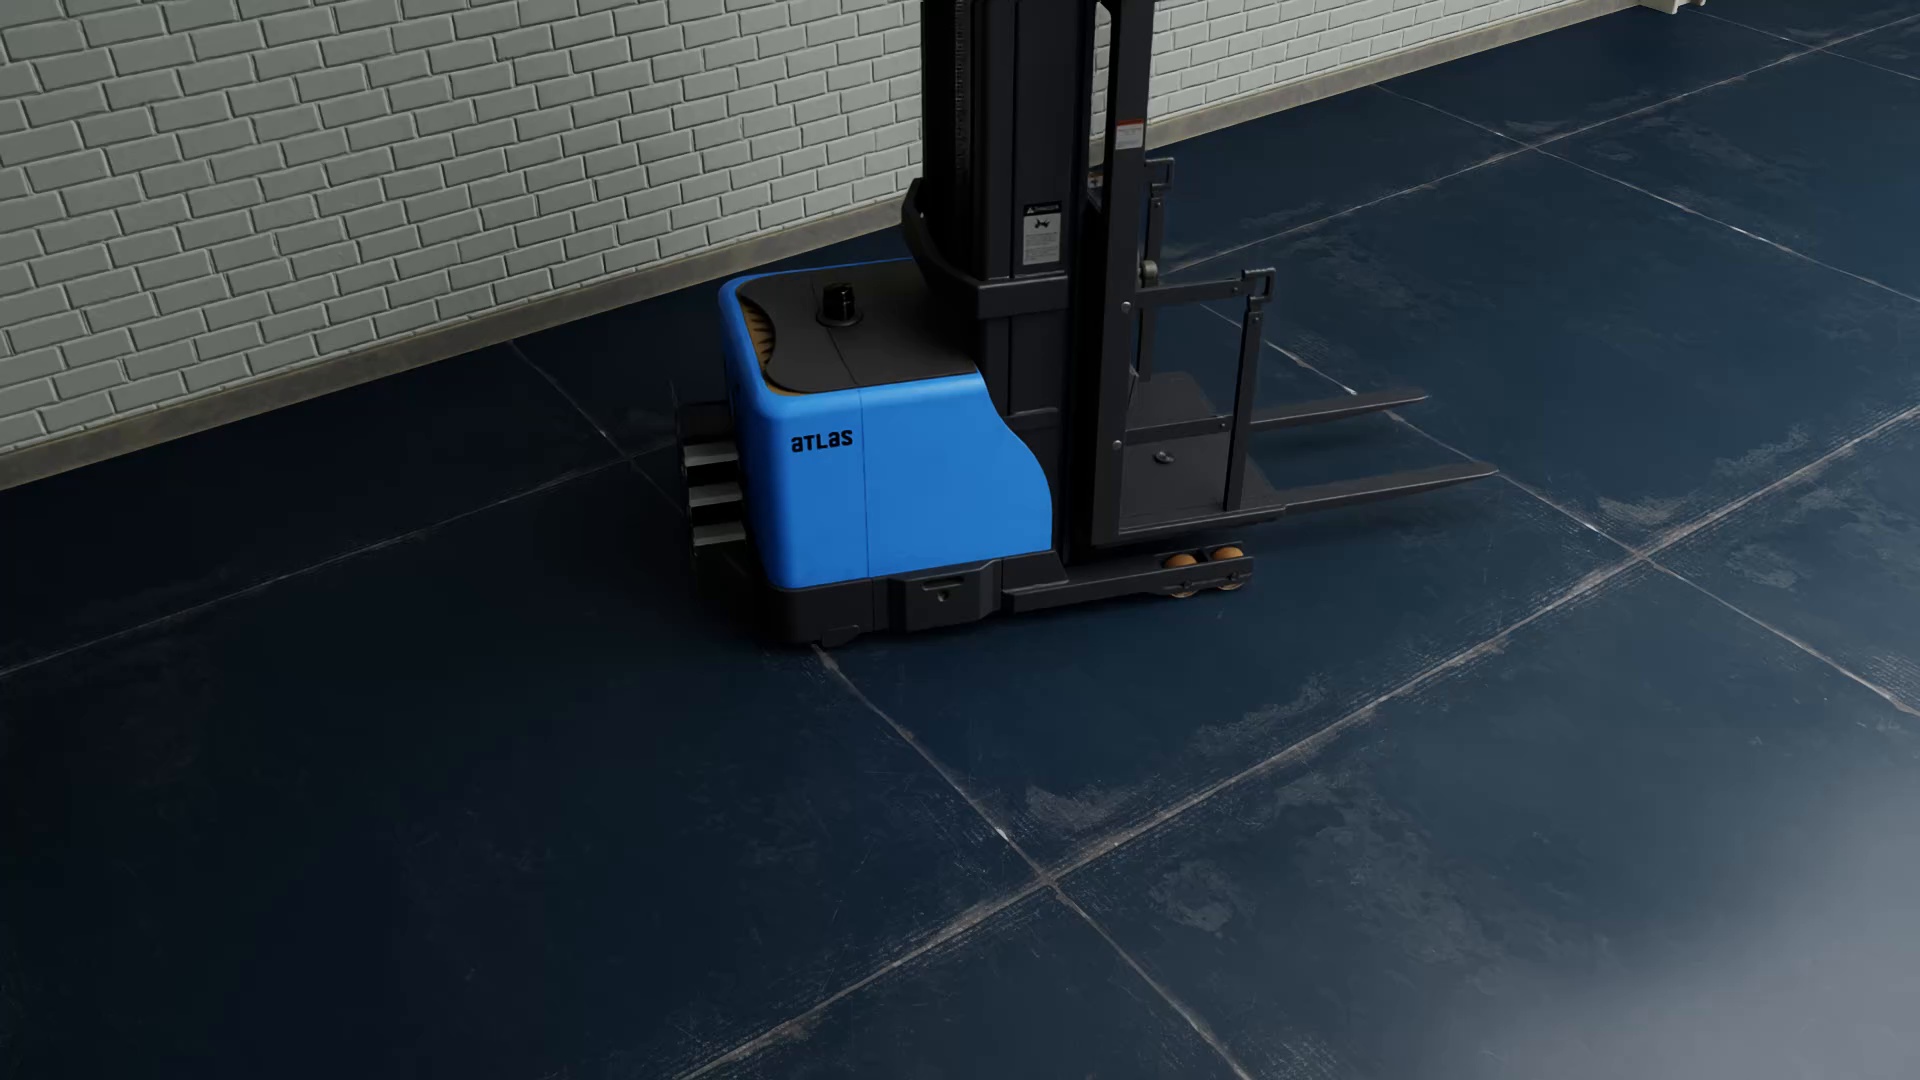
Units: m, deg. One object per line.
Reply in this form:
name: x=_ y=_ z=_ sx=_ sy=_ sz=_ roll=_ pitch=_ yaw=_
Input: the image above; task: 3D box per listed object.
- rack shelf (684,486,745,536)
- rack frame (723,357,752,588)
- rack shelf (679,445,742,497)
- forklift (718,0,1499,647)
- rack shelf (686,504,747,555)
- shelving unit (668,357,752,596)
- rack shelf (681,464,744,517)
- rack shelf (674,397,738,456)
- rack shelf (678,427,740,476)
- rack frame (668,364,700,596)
rack shelf: x=-0.943 y=-0.130 z=6.371 sx=0.200 sy=0.077 sz=0.258 roll=-9 pitch=37 yaw=-12
rack frame: x=-0.844 y=-0.245 z=6.320 sx=0.006 sy=0.900 sz=0.240 roll=-9 pitch=37 yaw=-12
rack shelf: x=-0.943 y=-0.276 z=6.266 sx=0.200 sy=0.077 sz=0.258 roll=-9 pitch=37 yaw=-12
forklift: x=0.647 y=-1.257 z=5.987 sx=3.031 sy=2.935 sz=1.130 roll=-9 pitch=37 yaw=-12
rack shelf: x=-0.943 y=-0.057 z=6.424 sx=0.200 sy=0.077 sz=0.258 roll=-9 pitch=37 yaw=-12
shelving unit: x=-0.943 y=-0.230 z=6.299 sx=0.210 sy=0.900 sz=0.258 roll=-9 pitch=37 yaw=-12
rack shelf: x=-0.943 y=-0.203 z=6.319 sx=0.200 sy=0.077 sz=0.258 roll=-9 pitch=37 yaw=-12
rack shelf: x=-0.943 y=-0.422 z=6.161 sx=0.200 sy=0.077 sz=0.258 roll=-9 pitch=37 yaw=-12
rack shelf: x=-0.943 y=-0.349 z=6.214 sx=0.200 sy=0.077 sz=0.258 roll=-9 pitch=37 yaw=-12
rack frame: x=-1.041 y=-0.215 z=6.278 sx=0.006 sy=0.900 sz=0.240 roll=-9 pitch=37 yaw=-12
